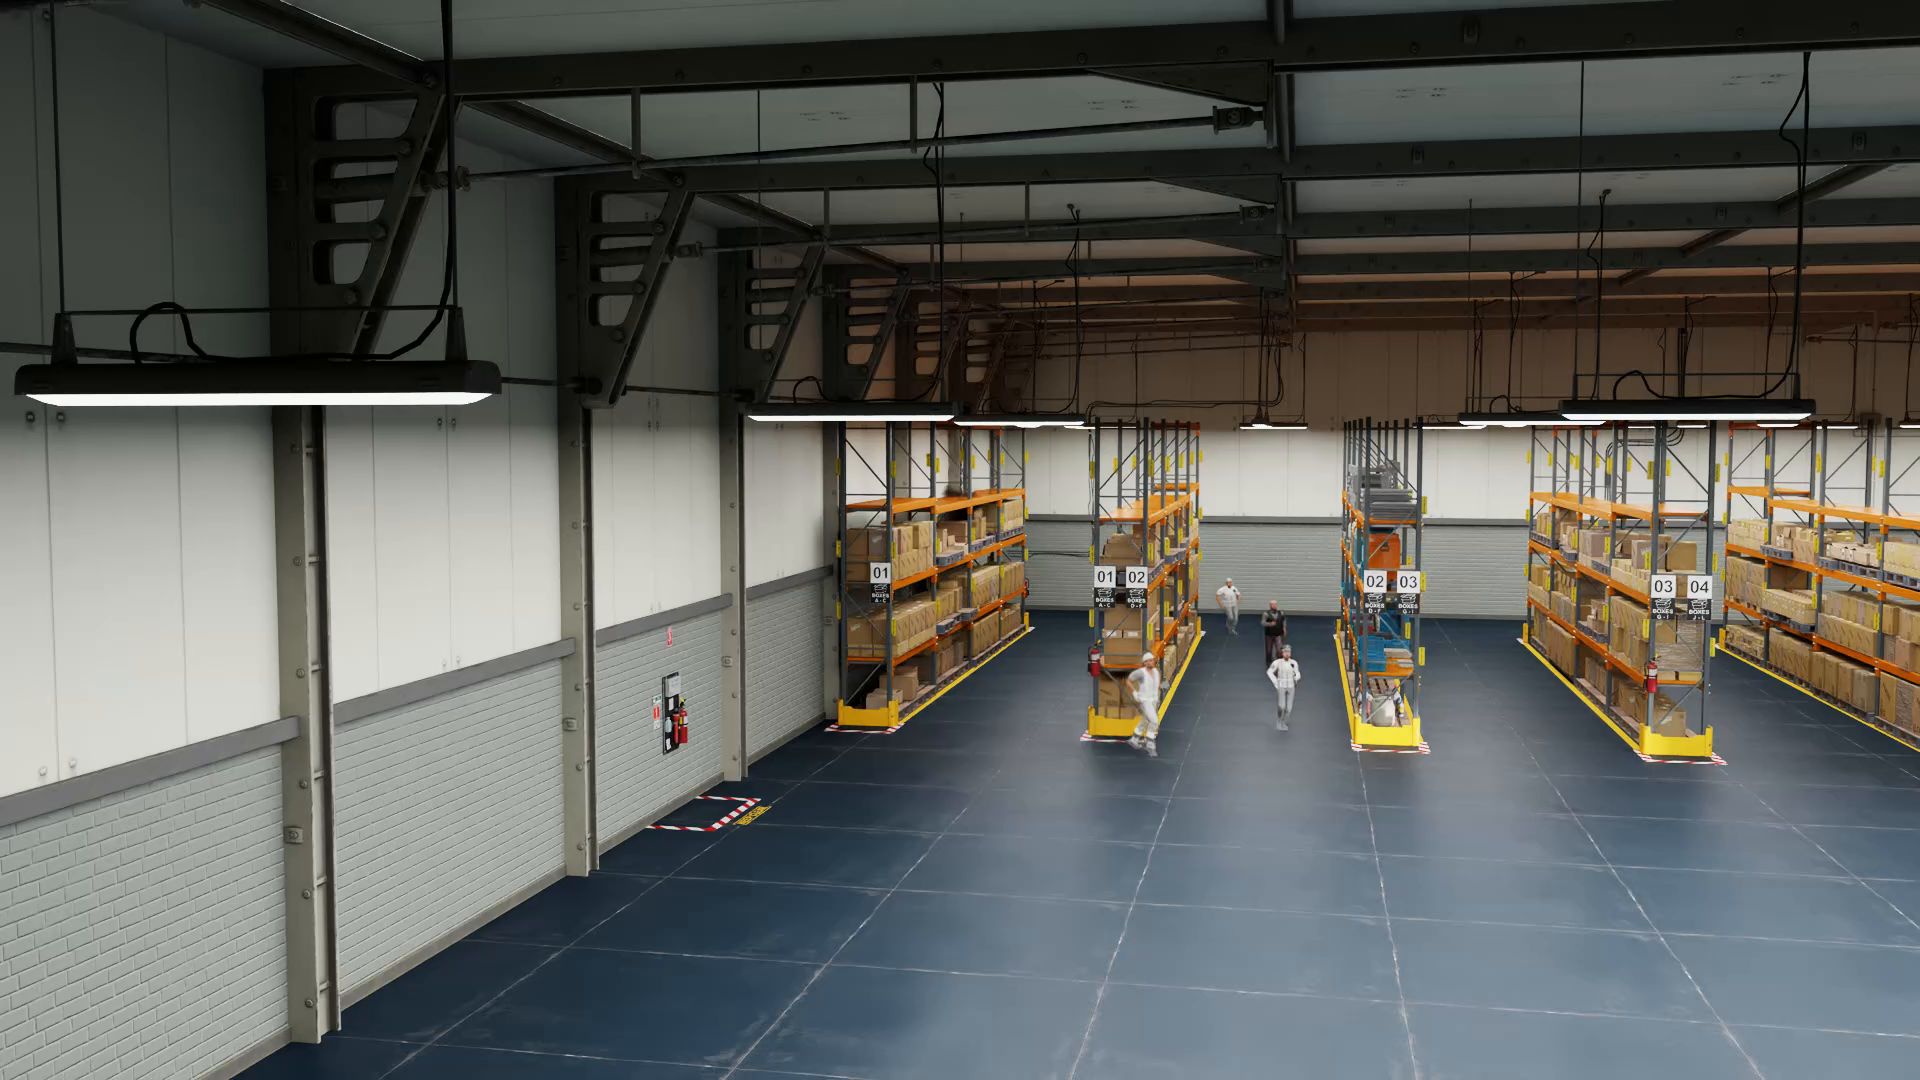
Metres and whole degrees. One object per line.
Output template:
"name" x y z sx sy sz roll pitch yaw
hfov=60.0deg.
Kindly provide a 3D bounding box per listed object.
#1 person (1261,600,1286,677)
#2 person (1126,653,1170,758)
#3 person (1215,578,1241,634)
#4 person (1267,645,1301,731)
"person" 7.415 2.307 39.305 0.632 1.777 0.799 0 4 3
"person" 3.343 2.918 29.585 0.798 1.842 0.616 4 5 44
"person" 7.613 1.876 46.941 0.701 1.609 0.554 -1 4 -13
"person" 6.205 2.825 31.671 0.605 1.659 0.584 0 4 -3
